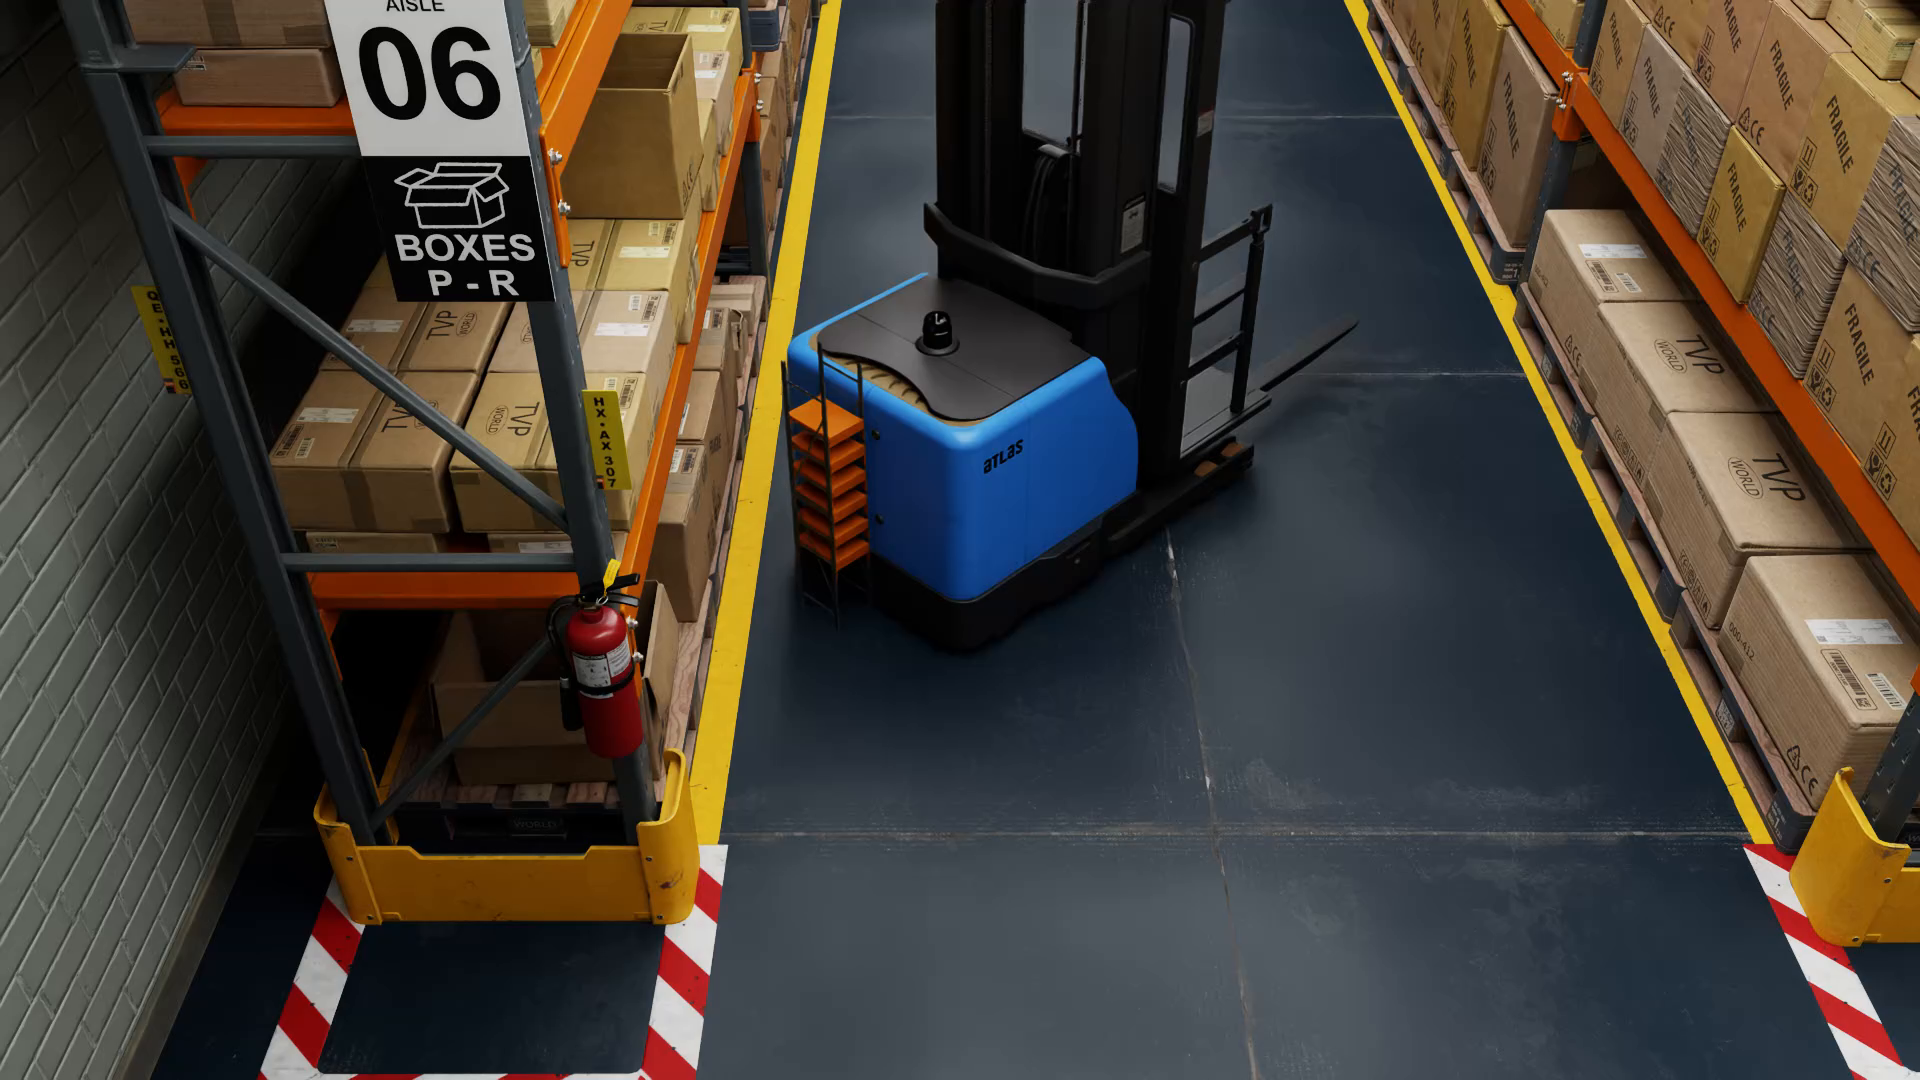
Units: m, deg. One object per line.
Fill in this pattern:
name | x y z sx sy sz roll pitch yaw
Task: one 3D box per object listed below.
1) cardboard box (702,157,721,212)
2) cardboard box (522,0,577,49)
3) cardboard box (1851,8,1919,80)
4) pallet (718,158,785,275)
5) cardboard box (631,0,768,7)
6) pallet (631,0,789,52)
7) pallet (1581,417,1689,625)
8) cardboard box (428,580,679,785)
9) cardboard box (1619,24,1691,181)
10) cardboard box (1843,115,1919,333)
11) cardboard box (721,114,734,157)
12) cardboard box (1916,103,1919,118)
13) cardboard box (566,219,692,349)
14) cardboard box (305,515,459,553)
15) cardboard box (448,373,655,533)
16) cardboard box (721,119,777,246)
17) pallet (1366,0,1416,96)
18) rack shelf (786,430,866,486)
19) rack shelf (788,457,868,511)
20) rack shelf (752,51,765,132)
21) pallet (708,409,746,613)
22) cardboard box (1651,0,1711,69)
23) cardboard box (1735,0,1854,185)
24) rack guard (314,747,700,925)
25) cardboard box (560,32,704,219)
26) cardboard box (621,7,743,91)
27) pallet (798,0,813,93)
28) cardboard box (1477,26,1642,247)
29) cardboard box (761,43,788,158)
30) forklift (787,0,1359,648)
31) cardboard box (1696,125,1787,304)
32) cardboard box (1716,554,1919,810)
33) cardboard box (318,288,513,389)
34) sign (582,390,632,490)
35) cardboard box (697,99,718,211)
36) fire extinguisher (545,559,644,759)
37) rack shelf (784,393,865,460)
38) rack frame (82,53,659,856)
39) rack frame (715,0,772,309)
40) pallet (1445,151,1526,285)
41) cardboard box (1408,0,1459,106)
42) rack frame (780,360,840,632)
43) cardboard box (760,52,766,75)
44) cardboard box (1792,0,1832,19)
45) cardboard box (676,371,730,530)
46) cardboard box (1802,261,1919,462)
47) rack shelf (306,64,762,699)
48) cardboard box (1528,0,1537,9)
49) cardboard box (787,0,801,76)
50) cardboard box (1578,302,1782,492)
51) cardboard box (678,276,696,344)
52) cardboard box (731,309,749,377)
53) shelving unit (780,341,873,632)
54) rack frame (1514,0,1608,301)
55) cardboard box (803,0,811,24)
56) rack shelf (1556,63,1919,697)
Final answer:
cardboard box | -1.202 -1.484 6.905 0.380 0.149 0.250 -1 39 -1
cardboard box | -1.225 -1.435 4.126 0.500 0.250 0.500 0 39 -1
cardboard box | 3.208 -1.640 5.499 0.380 0.149 0.250 1 39 1
pallet | -1.542 -1.851 9.391 1.003 0.211 1.213 0 39 0
cardboard box | -1.280 -2.936 8.100 0.700 0.500 0.500 1 39 1
pallet | -1.395 -2.856 8.568 1.003 0.211 1.213 0 39 0
pallet | 3.388 -0.108 7.216 1.003 0.211 1.213 0 39 0
cardboard box | -1.404 0.498 5.890 0.797 0.503 0.637 -1 39 -2
cardboard box | 3.196 -1.867 7.102 0.500 0.500 0.500 0 39 0
cardboard box | 3.197 -0.993 5.210 0.500 0.500 0.500 0 39 0
cardboard box | -1.203 -1.808 7.309 0.380 0.149 0.250 1 39 1
cardboard box | 3.197 -1.320 5.100 0.380 0.149 0.250 1 39 1
cardboard box | -1.234 -0.903 5.860 0.500 0.250 0.500 -1 39 -1
cardboard box | -1.767 -0.038 5.100 0.380 0.149 0.250 0 39 -1
cardboard box | -1.229 -0.271 5.071 0.500 0.250 0.500 0 39 0
cardboard box | -1.278 -1.922 8.913 0.500 0.500 0.500 2 39 2
pallet | 3.382 -3.357 11.270 1.003 0.211 1.213 0 39 0
rack shelf | -0.514 -0.340 6.402 0.258 0.103 0.180 31 48 33
rack shelf | -0.514 -0.246 6.477 0.258 0.103 0.180 31 48 33
rack shelf | -1.505 -3.401 9.670 1.077 0.370 4.000 0 39 0
pallet | -1.499 -0.148 7.266 1.003 0.211 1.213 0 39 0
cardboard box | 3.214 -2.252 6.782 0.500 0.500 0.500 -1 39 -1
cardboard box | 3.201 -1.616 5.989 0.500 0.500 0.500 0 39 0
rack guard | -1.498 0.999 5.604 1.175 0.500 0.348 0 39 0
cardboard box | -1.231 -1.501 6.007 0.500 0.500 0.500 1 39 1
cardboard box | -1.258 -2.170 7.441 0.500 0.250 0.500 1 39 1
pallet | -1.544 -3.377 11.295 1.003 0.211 1.213 0 39 0
cardboard box | 3.380 -2.159 8.909 0.875 0.875 0.875 1 39 1
cardboard box | -1.285 -2.567 9.718 0.500 0.500 0.500 -1 39 -1
forklift | 0.692 -1.536 6.823 1.130 2.935 3.031 31 48 33
cardboard box | 3.191 -1.234 6.311 0.500 0.500 0.500 1 39 1
cardboard box | 3.365 0.488 5.955 0.875 0.438 0.875 -1 39 -2
cardboard box | -1.763 -0.597 5.478 0.500 0.250 0.500 0 39 0
sign | -0.956 -0.268 4.493 0.100 0.325 0.005 0 39 0
cardboard box | -1.256 -1.545 6.661 0.500 0.250 0.500 0 39 0
fire extinguisher | -1.036 0.338 4.790 0.296 0.674 0.183 0 39 0
rack shelf | -0.514 -0.434 6.327 0.258 0.103 0.180 31 48 33
rack frame | -1.498 0.071 4.763 1.000 3.000 0.127 0 39 0
rack frame | -1.503 -2.431 7.885 1.000 3.000 0.127 0 39 0
pallet | 3.385 -1.831 9.366 1.003 0.211 1.213 0 39 0
cardboard box | 3.371 -3.283 10.311 0.875 0.875 0.875 0 39 1
rack frame | -0.578 -0.146 6.473 0.240 1.200 0.006 31 48 33
cardboard box | -1.303 -2.758 9.437 0.380 0.149 0.250 0 39 0
cardboard box | 3.185 -1.969 5.910 0.380 0.149 0.250 0 39 0
cardboard box | -1.267 -0.366 6.971 0.500 0.500 0.500 1 39 1
cardboard box | 3.215 -0.590 5.507 0.500 0.500 0.500 -1 39 -1
rack shelf | -1.500 -0.899 6.549 1.077 0.370 4.000 0 39 0
cardboard box | 3.209 -2.977 8.686 0.500 0.250 0.500 -1 39 -1
cardboard box | -1.299 -3.216 10.528 0.500 0.500 0.500 2 39 2
cardboard box | 3.356 -0.648 7.373 0.875 0.438 0.875 -1 39 -1
cardboard box | -1.176 -0.843 6.104 0.380 0.149 0.250 -1 39 -1
cardboard box | -1.208 -0.956 7.895 0.396 0.266 0.258 1 39 2
shelving unit | -0.514 -0.187 6.524 0.258 1.200 0.189 31 48 33
rack frame | 3.461 -2.437 7.892 1.000 3.000 0.127 0 39 0
cardboard box | -1.292 -3.856 11.327 0.500 0.500 0.500 1 39 1
rack shelf | 3.463 -0.905 6.556 1.077 0.370 4.000 0 39 0
